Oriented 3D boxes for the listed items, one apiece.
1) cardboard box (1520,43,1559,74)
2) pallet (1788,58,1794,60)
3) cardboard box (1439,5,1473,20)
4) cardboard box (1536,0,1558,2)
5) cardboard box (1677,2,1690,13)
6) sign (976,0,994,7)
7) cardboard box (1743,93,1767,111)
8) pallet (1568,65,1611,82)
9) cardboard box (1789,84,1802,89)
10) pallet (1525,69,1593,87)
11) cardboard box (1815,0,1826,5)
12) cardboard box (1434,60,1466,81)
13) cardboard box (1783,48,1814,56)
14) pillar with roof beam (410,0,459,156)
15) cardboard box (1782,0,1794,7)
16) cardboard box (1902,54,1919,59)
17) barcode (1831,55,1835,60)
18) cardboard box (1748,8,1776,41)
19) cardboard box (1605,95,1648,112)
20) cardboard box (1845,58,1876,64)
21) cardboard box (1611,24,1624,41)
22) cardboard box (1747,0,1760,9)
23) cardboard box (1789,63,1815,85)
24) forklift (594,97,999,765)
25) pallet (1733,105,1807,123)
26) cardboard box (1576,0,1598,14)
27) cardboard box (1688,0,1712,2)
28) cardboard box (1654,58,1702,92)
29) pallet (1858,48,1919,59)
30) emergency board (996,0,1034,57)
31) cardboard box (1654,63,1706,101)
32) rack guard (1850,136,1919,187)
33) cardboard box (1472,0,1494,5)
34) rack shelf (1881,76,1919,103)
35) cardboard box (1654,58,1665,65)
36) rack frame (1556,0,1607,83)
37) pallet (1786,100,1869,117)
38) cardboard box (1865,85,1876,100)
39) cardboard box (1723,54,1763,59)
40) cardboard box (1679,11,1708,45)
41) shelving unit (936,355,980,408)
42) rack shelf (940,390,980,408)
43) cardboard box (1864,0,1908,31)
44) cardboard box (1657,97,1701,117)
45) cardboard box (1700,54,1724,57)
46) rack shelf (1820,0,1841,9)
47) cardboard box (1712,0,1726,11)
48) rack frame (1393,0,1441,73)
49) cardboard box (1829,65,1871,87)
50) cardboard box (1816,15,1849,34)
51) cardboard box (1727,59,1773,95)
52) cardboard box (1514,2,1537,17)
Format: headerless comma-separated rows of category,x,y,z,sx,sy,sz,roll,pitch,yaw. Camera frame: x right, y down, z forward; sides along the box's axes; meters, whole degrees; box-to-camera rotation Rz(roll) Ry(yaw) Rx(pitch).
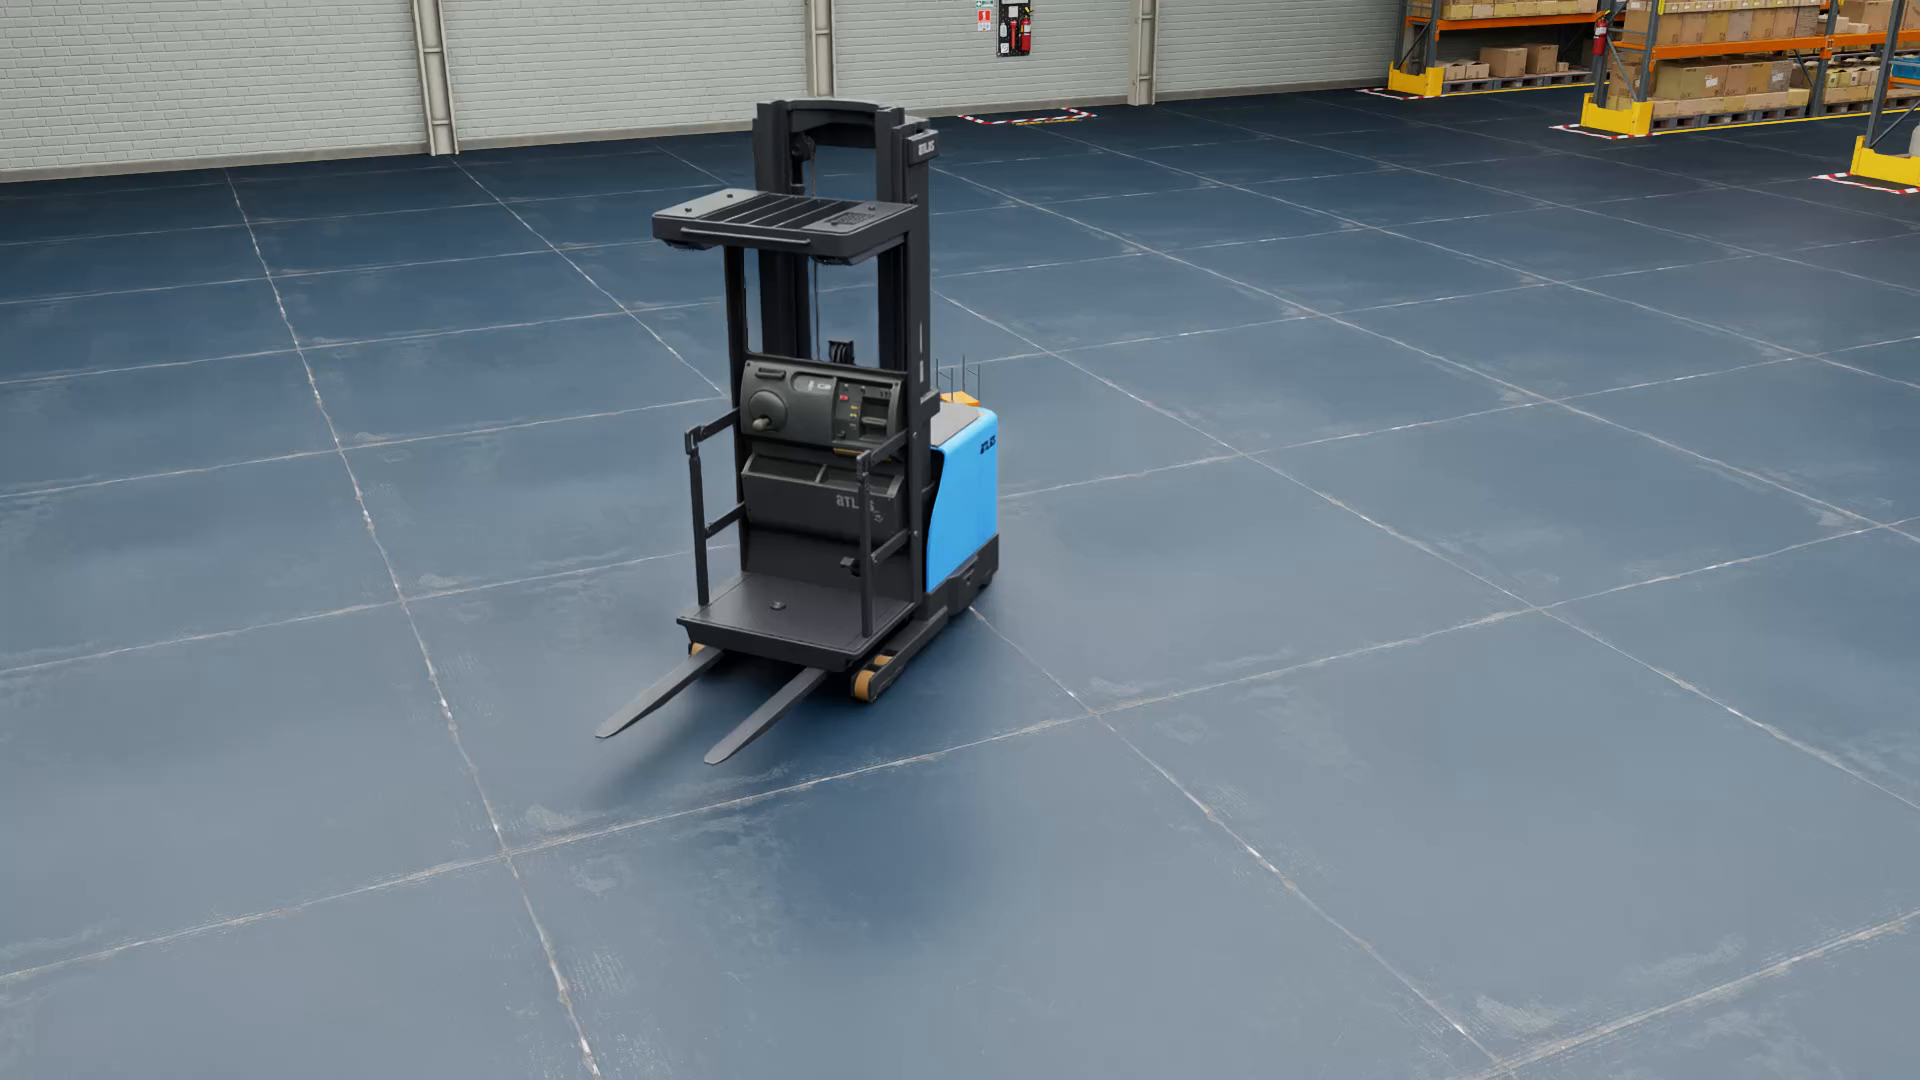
cardboard box,11.026,-9.194,31.733,0.500,0.500,0.500,-12,26,-28
pallet,16.291,-9.812,34.178,1.213,0.211,1.003,-10,25,-24
cardboard box,8.917,-9.580,30.142,0.500,0.250,0.500,-11,25,-25
cardboard box,10.746,-10.269,30.825,0.500,0.500,0.500,-11,25,-25
cardboard box,11.175,-8.344,26.006,0.250,0.149,0.380,-11,25,-25
sign,0.411,-8.894,27.574,0.331,0.109,0.001,-10,25,-24
cardboard box,12.874,-7.229,27.339,0.500,0.250,0.500,-10,25,-24
pallet,12.645,-9.173,32.635,1.213,0.211,1.003,-10,25,-24
cardboard box,14.344,-7.718,28.519,0.500,0.250,0.500,-11,25,-24
pallet,11.354,-8.920,32.023,1.213,0.211,1.003,-10,25,-24
cardboard box,13.944,-8.852,27.235,0.250,0.149,0.380,-10,25,-24
cardboard box,9.002,-8.713,30.818,0.500,0.311,0.500,-14,26,-30
cardboard box,17.060,-10.416,34.253,0.750,0.750,0.750,-11,25,-24
pillar with roof beam,-5.757,-8.385,19.242,0.400,9.000,9.100,-10,25,-24
cardboard box,13.249,-8.724,26.925,0.250,0.149,0.380,-10,25,-24
cardboard box,17.101,-8.486,29.642,0.500,0.311,0.500,-10,24,-22
barcode,14.506,-8.016,27.632,0.075,0.075,0.001,-10,25,-24
cardboard box,12.772,-8.424,27.049,0.500,0.500,0.700,-10,25,-23
cardboard box,10.847,-7.076,26.969,0.500,0.250,0.500,-10,25,-24
cardboard box,15.707,-8.227,29.015,0.500,0.311,0.500,-11,25,-24
cardboard box,12.995,-9.929,32.527,0.500,0.250,0.500,-11,25,-25
cardboard box,12.561,-8.597,26.619,0.250,0.149,0.380,-10,24,-22
cardboard box,14.336,-7.974,28.405,0.500,0.311,0.500,-10,25,-24
forklift,-0.824,-0.694,8.593,1.130,2.935,3.031,10,24,22
pallet,13.361,-7.220,27.915,1.213,0.211,1.003,-10,25,-24
cardboard box,11.649,-10.089,31.371,0.500,0.250,0.500,-10,25,-23
cardboard box,11.437,-8.779,26.208,0.500,0.500,0.700,-11,25,-25
cardboard box,11.740,-7.595,27.241,0.500,0.500,0.500,-10,25,-24
pallet,19.872,-10.470,35.767,1.213,0.211,1.003,-10,25,-24
emergency board,0.946,-8.691,27.823,0.643,1.169,0.194,-10,25,-24
cardboard box,11.521,-7.328,26.597,0.500,0.500,0.500,-10,25,-24
rack guard,12.684,-5.128,22.485,0.348,0.500,1.175,-10,25,-24
cardboard box,9.350,-10.009,30.198,0.500,0.500,0.500,-10,25,-23
rack shelf,14.439,-6.254,22.876,4.000,0.370,1.077,-10,25,-24
cardboard box,13.521,-9.682,32.911,0.500,0.500,0.700,-10,25,-23
rack frame,11.944,-10.332,31.788,0.127,3.000,1.000,-10,25,-24
pallet,14.743,-7.473,28.527,1.213,0.211,1.003,-10,25,-24
cardboard box,15.493,-7.702,28.480,0.500,0.250,0.500,-11,25,-25
cardboard box,13.095,-7.841,27.836,0.500,0.500,0.500,-10,25,-24
cardboard box,11.389,-8.170,26.435,0.500,0.500,0.700,-10,24,-22
shelving unit,-0.013,-0.552,10.515,0.189,1.200,0.258,-10,25,-24
rack shelf,-0.013,-0.844,10.394,0.180,0.103,0.258,-10,25,-24
cardboard box,15.721,-8.964,28.353,0.500,0.500,0.500,-10,25,-24
cardboard box,11.520,-6.982,26.741,0.500,0.250,0.500,-10,25,-24
cardboard box,14.922,-9.906,33.453,0.500,0.500,0.700,-10,25,-23
rack shelf,17.350,-10.995,34.330,4.000,0.370,1.077,-10,25,-24
cardboard box,11.868,-8.471,26.313,0.250,0.149,0.380,-11,25,-25
rack frame,8.340,-9.669,30.185,0.127,3.000,1.000,-10,25,-24
cardboard box,15.029,-7.872,28.158,0.500,0.311,0.500,-11,25,-24
cardboard box,14.520,-8.653,27.928,0.500,0.250,0.500,-9,24,-20
cardboard box,12.868,-7.580,27.206,0.500,0.500,0.500,-10,25,-24
cardboard box,10.297,-9.837,30.761,0.500,0.250,0.500,-10,25,-23
